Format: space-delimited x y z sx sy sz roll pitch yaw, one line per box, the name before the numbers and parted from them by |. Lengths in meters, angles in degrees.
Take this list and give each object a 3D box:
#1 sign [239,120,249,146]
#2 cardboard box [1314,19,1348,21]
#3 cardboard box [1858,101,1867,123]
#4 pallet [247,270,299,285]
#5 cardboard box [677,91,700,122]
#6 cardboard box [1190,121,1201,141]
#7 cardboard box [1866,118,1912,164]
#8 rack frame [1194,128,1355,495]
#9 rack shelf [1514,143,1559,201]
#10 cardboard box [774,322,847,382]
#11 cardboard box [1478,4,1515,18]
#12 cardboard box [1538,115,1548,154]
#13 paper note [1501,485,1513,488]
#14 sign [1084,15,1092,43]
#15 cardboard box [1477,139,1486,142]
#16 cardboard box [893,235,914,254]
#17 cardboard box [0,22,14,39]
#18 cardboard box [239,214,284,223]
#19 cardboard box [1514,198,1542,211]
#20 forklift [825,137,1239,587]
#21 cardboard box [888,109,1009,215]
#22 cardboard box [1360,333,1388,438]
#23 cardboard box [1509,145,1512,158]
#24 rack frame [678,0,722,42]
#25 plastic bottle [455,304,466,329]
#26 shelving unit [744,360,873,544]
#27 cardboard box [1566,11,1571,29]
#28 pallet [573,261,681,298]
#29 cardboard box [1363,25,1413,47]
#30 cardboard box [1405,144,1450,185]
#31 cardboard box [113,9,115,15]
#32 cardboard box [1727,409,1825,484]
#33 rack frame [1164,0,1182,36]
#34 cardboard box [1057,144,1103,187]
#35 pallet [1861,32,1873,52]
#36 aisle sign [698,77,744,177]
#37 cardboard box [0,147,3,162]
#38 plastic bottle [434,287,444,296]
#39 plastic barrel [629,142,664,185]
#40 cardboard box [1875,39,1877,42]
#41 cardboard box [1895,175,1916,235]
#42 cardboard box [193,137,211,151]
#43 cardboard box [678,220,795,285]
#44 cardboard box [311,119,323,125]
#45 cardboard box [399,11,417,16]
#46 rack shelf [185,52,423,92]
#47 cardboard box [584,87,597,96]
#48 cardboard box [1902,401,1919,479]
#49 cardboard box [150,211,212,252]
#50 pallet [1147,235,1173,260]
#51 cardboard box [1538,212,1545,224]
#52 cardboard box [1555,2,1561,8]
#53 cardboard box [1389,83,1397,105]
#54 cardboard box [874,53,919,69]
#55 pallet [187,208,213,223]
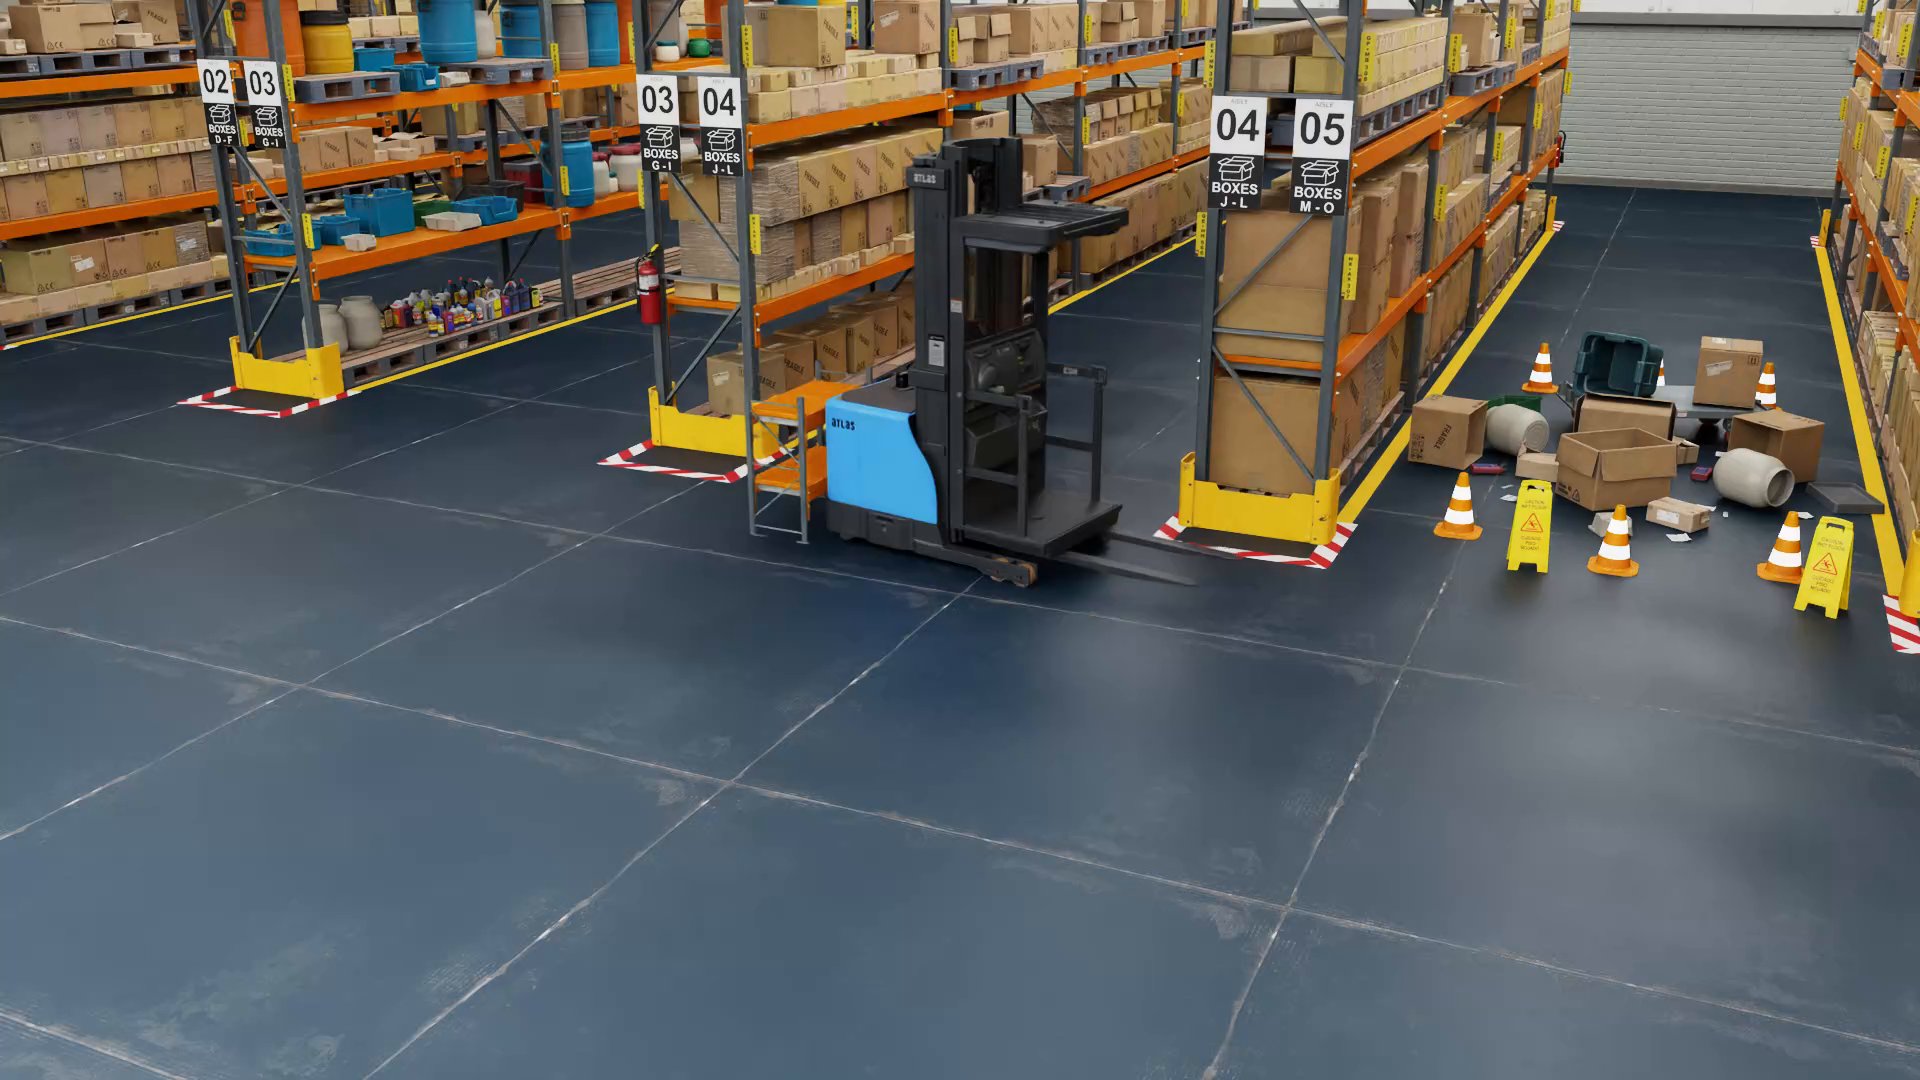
sign | -9.100 -5.173 21.127 0.100 0.325 0.005 9 21 23
cardboard box | 3.143 -4.349 14.154 0.380 0.149 0.250 8 21 22
cardboard box | 11.903 -5.383 21.487 0.500 0.500 0.500 8 21 22
pallet | -9.341 -3.720 22.614 1.003 0.211 1.213 9 21 23
cardboard box | -2.243 -3.745 14.269 0.500 0.250 0.500 9 22 24
cardboard box | 3.345 -6.217 25.253 0.500 0.250 0.500 8 21 22
cardboard box | 10.913 -4.639 19.396 0.500 0.500 0.500 8 21 21
rack frame | 2.275 -1.508 12.234 1.000 3.000 0.127 9 21 23
rack shelf | 8.008 -5.449 24.388 1.077 0.370 4.000 9 21 23
cardboard box | -1.451 -1.805 16.171 0.500 0.500 0.500 11 22 28
cardboard box | 6.248 -6.102 19.382 0.396 0.266 0.258 9 21 23
cardboard box | 8.057 -5.782 23.658 0.500 0.500 0.500 8 21 22
paper note | 4.507 -0.440 13.692 0.123 0.001 0.032 -14 24 -33
sign | 1.561 -6.247 20.311 0.100 0.325 0.005 9 21 23
cardboard box | 6.454 -4.831 20.435 0.380 0.149 0.250 9 22 24
cardboard box | -0.660 -2.983 16.756 0.380 0.149 0.250 9 21 23
cardboard box | -10.786 -5.774 19.048 0.500 0.311 0.500 11 23 29
cardboard box | -9.495 -4.293 22.703 0.500 0.311 0.500 9 22 24
cardboard box | 8.473 -5.012 24.826 0.380 0.149 0.250 9 22 25
forklift | 0.496 -1.253 11.619 3.031 2.935 1.130 13 23 33
cardboard box | -0.118 -4.147 18.131 1.000 1.000 1.000 9 21 23
cardboard box | 3.226 -1.469 14.668 0.875 0.875 0.875 9 21 23
cardboard box | 6.887 -5.007 21.377 0.380 0.149 0.250 8 21 21
rack frame | -3.451 -8.172 22.017 1.000 3.000 0.127 9 21 23
plastic bottle | -5.519 -2.468 18.348 0.097 0.271 0.097 0 20 0
shelving unit | -1.133 -0.692 12.734 0.538 1.125 1.048 9 22 25
cardboard box | 8.870 -7.802 24.932 0.500 0.250 0.500 8 21 21
pallet | -4.305 -3.428 21.793 1.003 0.211 1.213 9 21 23
cardboard box | 3.328 -3.949 13.029 0.380 0.149 0.250 9 21 23
cardboard box | 4.527 -3.714 16.794 0.700 0.500 0.500 9 21 23
cardboard box | -13.105 -7.792 25.243 0.797 0.503 0.637 12 23 30
cardboard box | 6.790 -0.766 13.872 0.500 0.500 0.500 -9 22 -24
rack frame | 2.705 -8.715 23.544 1.000 3.000 0.127 9 21 23
cardboard box | 1.515 -4.824 21.407 0.500 0.500 0.500 9 22 24
pallet | 13.090 -6.895 23.035 1.003 0.211 1.213 9 21 23
aisle sign | -1.960 -3.385 13.630 0.394 0.787 0.004 9 21 23
cardboard box | -11.020 -4.396 18.267 0.700 0.500 0.500 9 21 23
plastic bottle | -5.981 -2.758 19.143 0.061 0.283 0.133 10 22 25
plastic barrel | -4.020 -4.805 21.301 0.433 0.535 0.433 0 20 0
cardboard box | 11.824 -6.388 21.078 0.380 0.149 0.250 9 22 24
cardboard box | 9.083 -3.110 15.516 0.500 0.500 0.500 8 21 21
cardboard box | -9.626 -4.968 20.844 0.380 0.149 0.250 8 21 22
cardboard box | -1.958 -2.572 14.630 0.875 0.500 0.500 9 21 23
cardboard box | -11.292 -7.294 28.846 0.380 0.149 0.250 8 21 21
cardboard box | -7.821 -7.624 24.805 0.910 0.500 0.500 9 21 23
rack shelf | -8.788 -6.489 22.835 1.077 0.370 4.000 9 21 23
cardboard box | -6.360 -7.957 28.725 0.500 0.500 0.500 9 21 23
cardboard box | 7.346 -0.710 12.346 0.500 0.500 0.500 8 21 21
cardboard box | -10.082 -3.960 21.485 0.500 0.500 0.500 9 21 23
pallet | 2.458 -4.328 24.324 1.003 0.211 1.213 9 21 23
cardboard box | 8.789 -4.972 25.601 0.380 0.149 0.250 9 22 24
cardboard box | 8.496 -7.718 24.101 0.380 0.149 0.250 8 21 21
cardboard box | 3.121 -3.418 12.725 0.380 0.149 0.250 9 21 23
cardboard box | -0.633 -4.765 16.543 0.380 0.149 0.250 9 21 23
pallet | -12.811 -5.152 26.640 1.003 0.211 1.213 9 21 23
